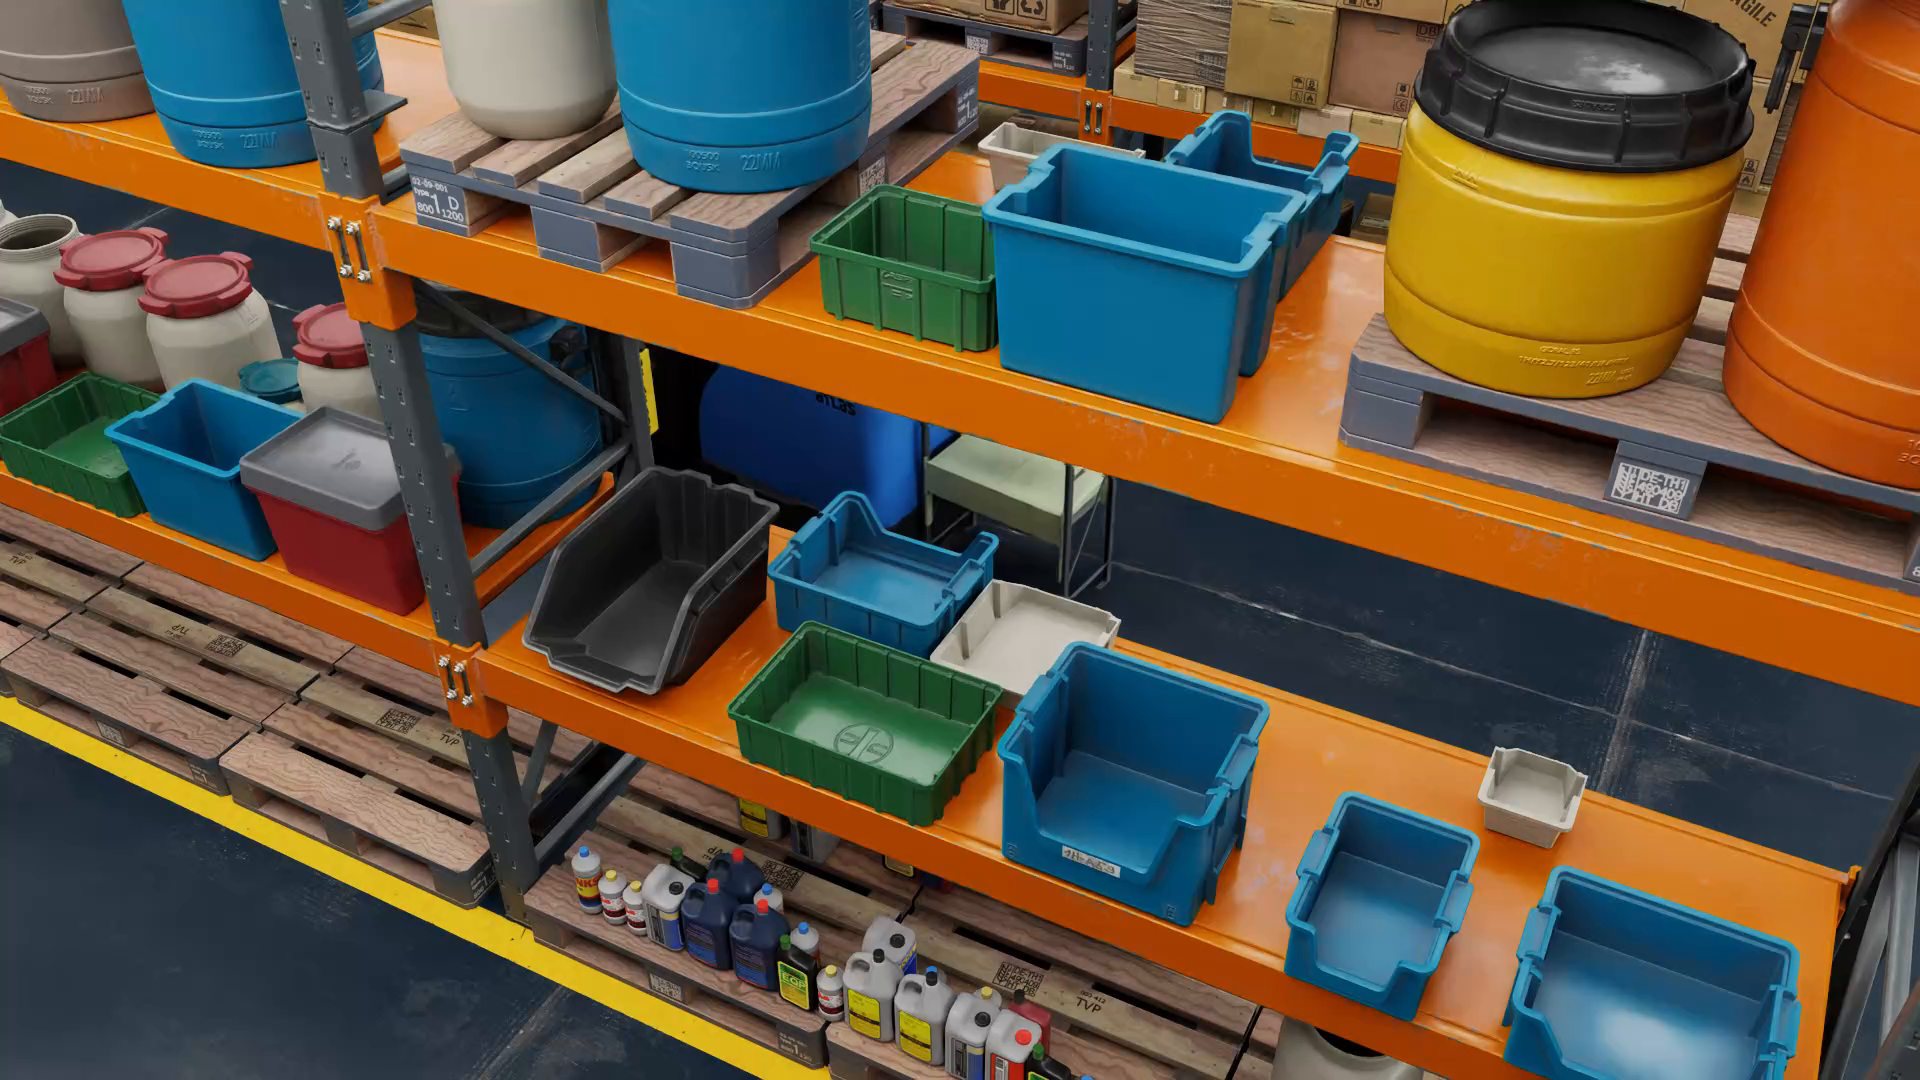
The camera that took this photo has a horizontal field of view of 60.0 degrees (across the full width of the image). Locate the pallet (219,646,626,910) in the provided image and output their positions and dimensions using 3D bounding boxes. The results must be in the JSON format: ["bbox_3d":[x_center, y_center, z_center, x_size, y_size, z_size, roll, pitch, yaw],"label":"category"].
[{"bbox_3d":[-2.058,0.822,6.492,1.213,0.211,1.003,17,41,21],"label":"pallet"}]

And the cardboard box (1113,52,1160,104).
[{"bbox_3d":[0.988,-2.429,8.677,0.250,0.149,0.380,17,41,21],"label":"cardboard box"}]

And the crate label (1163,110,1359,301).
[{"bbox_3d":[0.699,-0.812,3.981,0.408,0.251,0.502,17,41,21],"label":"crate label"}]

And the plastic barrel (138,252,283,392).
[{"bbox_3d":[-2.743,-0.733,6.122,0.433,0.535,0.433,0,37,0],"label":"plastic barrel"}]

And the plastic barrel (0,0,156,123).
[{"bbox_3d":[-2.475,-1.692,4.603,0.600,0.901,0.600,0,37,0],"label":"plastic barrel"}]

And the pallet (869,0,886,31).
[{"bbox_3d":[-0.840,-3.258,9.719,1.213,0.211,1.003,17,41,21],"label":"pallet"}]

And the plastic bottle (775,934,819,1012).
[{"bbox_3d":[-0.522,1.384,5.329,0.133,0.283,0.061,19,41,23],"label":"plastic bottle"}]

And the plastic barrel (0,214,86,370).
[{"bbox_3d":[-3.509,-0.959,6.440,0.421,0.512,0.421,0,37,0],"label":"plastic barrel"}]

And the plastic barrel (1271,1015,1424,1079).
[{"bbox_3d":[1.145,1.563,4.920,0.421,0.512,0.421,0,37,0],"label":"plastic barrel"}]

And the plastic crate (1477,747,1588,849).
[{"bbox_3d":[1.563,0.705,4.559,0.250,0.136,0.298,17,41,21],"label":"plastic crate"}]

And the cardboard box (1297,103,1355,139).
[{"bbox_3d":[1.868,-2.142,8.298,0.250,0.149,0.380,17,41,21],"label":"cardboard box"}]

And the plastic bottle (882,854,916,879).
[{"bbox_3d":[-0.205,1.045,5.775,0.133,0.283,0.061,17,41,21],"label":"plastic bottle"}]

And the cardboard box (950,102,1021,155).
[{"bbox_3d":[-0.015,-2.255,9.943,0.500,0.500,0.700,17,40,21],"label":"cardboard box"}]

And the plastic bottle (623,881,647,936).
[{"bbox_3d":[-1.081,1.229,5.601,0.097,0.201,0.097,0,37,0],"label":"plastic bottle"}]

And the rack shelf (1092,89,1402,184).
[{"bbox_3d":[2.711,-1.908,8.377,4.000,0.370,1.077,17,41,21],"label":"rack shelf"}]

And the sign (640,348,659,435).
[{"bbox_3d":[-1.080,-0.494,5.690,0.005,0.325,0.100,17,41,21],"label":"sign"}]

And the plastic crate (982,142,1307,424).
[{"bbox_3d":[0.378,-0.536,3.507,0.575,0.384,0.392,17,41,21],"label":"plastic crate"}]

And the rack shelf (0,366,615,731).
[{"bbox_3d":[-3.119,-0.361,6.339,4.000,0.370,1.077,17,41,21],"label":"rack shelf"}]

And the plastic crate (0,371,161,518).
[{"bbox_3d":[-3.019,-0.339,5.891,0.662,0.188,0.450,17,41,21],"label":"plastic crate"}]

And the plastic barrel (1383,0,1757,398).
[{"bbox_3d":[1.139,-0.665,3.161,0.600,0.588,0.600,0,37,0],"label":"plastic barrel"}]

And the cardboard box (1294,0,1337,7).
[{"bbox_3d":[1.663,-2.907,7.943,0.500,0.500,0.500,17,41,21],"label":"cardboard box"}]

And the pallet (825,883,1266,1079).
[{"bbox_3d":[0.322,1.567,5.511,1.213,0.211,1.003,17,41,21],"label":"pallet"}]

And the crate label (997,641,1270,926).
[{"bbox_3d":[0.451,0.640,4.396,0.616,0.435,0.502,17,41,21],"label":"crate label"}]

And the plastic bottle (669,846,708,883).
[{"bbox_3d":[-0.913,1.157,5.627,0.133,0.283,0.061,17,41,21],"label":"plastic bottle"}]

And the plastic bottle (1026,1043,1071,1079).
[{"bbox_3d":[0.265,1.630,5.005,0.133,0.283,0.061,18,41,23],"label":"plastic bottle"}]

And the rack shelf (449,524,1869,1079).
[{"bbox_3d":[0.433,0.752,4.874,4.000,0.370,1.077,17,41,21],"label":"rack shelf"}]

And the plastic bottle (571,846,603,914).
[{"bbox_3d":[-1.261,1.144,5.654,0.097,0.271,0.097,0,37,0],"label":"plastic bottle"}]

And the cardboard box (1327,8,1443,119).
[{"bbox_3d":[2.224,-2.507,8.244,0.500,0.500,0.875,17,41,21],"label":"cardboard box"}]

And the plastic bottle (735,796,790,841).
[{"bbox_3d":[-0.704,0.891,5.923,0.185,0.351,0.144,17,41,21],"label":"plastic bottle"}]

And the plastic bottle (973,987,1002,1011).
[{"bbox_3d":[0.083,1.490,5.257,0.097,0.201,0.097,0,37,0],"label":"plastic bottle"}]

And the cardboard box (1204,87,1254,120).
[{"bbox_3d":[1.439,-2.298,8.504,0.250,0.149,0.380,17,41,21],"label":"cardboard box"}]

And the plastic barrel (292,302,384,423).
[{"bbox_3d":[-2.091,-0.529,5.854,0.433,0.535,0.433,0,37,0],"label":"plastic barrel"}]

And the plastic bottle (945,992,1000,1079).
[{"bbox_3d":[0.042,1.532,5.140,0.135,0.276,0.152,16,40,20],"label":"plastic bottle"}]

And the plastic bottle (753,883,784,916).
[{"bbox_3d":[-0.632,1.243,5.524,0.097,0.271,0.097,0,37,0],"label":"plastic bottle"}]

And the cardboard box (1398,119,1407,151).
[{"bbox_3d":[2.326,-2.019,8.137,0.250,0.149,0.380,17,41,21],"label":"cardboard box"}]

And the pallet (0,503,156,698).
[{"bbox_3d":[-4.224,0.144,7.386,1.213,0.211,1.003,17,41,21],"label":"pallet"}]

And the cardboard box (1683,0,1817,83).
[{"bbox_3d":[3.438,-2.351,7.210,0.500,0.500,0.500,17,41,21],"label":"cardboard box"}]

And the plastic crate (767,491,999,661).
[{"bbox_3d":[-0.235,0.130,5.221,0.616,0.251,0.499,17,41,21],"label":"plastic crate"}]

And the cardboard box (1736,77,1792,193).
[{"bbox_3d":[3.512,-2.039,7.626,0.500,0.500,0.875,17,41,21],"label":"cardboard box"}]

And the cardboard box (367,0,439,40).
[{"bbox_3d":[-3.220,-3.386,11.140,0.875,0.875,1.225,16,40,19],"label":"cardboard box"}]

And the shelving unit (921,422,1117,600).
[{"bbox_3d":[0.255,-0.449,7.101,0.755,1.500,0.431,23,43,27],"label":"shelving unit"}]

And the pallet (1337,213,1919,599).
[{"bbox_3d":[1.520,-0.381,3.446,1.213,0.211,1.003,17,41,21],"label":"pallet"}]

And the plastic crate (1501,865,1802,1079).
[{"bbox_3d":[1.627,1.102,3.941,0.616,0.251,0.499,17,41,21],"label":"plastic crate"}]

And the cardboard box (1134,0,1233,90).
[{"bbox_3d":[1.306,-2.750,8.564,0.500,0.500,0.875,17,41,21],"label":"cardboard box"}]

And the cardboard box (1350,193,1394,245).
[{"bbox_3d":[2.371,-1.504,8.970,0.500,0.500,0.500,14,39,18],"label":"cardboard box"}]

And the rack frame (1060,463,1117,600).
[{"bbox_3d":[0.553,-0.321,6.932,0.023,1.500,0.400,23,43,27],"label":"rack frame"}]

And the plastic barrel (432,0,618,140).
[{"bbox_3d":[-1.051,-1.272,4.025,0.421,0.512,0.421,0,37,0],"label":"plastic barrel"}]

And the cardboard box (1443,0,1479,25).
[{"bbox_3d":[2.555,-2.635,7.584,0.500,0.500,0.500,17,41,21],"label":"cardboard box"}]

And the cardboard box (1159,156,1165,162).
[{"bbox_3d":[1.272,-1.789,9.346,0.500,0.500,0.500,16,40,20],"label":"cardboard box"}]

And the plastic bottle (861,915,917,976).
[{"bbox_3d":[-0.226,1.350,5.380,0.135,0.276,0.152,17,41,21],"label":"plastic bottle"}]

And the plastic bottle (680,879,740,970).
[{"bbox_3d":[-0.817,1.236,5.468,0.185,0.351,0.144,18,41,23],"label":"plastic bottle"}]

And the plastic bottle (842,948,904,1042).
[{"bbox_3d":[-0.272,1.407,5.243,0.185,0.351,0.144,17,40,21],"label":"plastic bottle"}]

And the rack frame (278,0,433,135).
[{"bbox_3d":[-1.343,-2.481,3.575,0.127,3.000,1.000,17,41,21],"label":"rack frame"}]

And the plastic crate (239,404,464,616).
[{"bbox_3d":[-1.913,-0.087,5.331,0.583,0.464,0.402,17,41,21],"label":"plastic crate"}]

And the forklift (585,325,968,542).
[{"bbox_3d":[-1.274,-1.714,7.584,3.031,2.935,1.130,23,43,27],"label":"forklift"}]
